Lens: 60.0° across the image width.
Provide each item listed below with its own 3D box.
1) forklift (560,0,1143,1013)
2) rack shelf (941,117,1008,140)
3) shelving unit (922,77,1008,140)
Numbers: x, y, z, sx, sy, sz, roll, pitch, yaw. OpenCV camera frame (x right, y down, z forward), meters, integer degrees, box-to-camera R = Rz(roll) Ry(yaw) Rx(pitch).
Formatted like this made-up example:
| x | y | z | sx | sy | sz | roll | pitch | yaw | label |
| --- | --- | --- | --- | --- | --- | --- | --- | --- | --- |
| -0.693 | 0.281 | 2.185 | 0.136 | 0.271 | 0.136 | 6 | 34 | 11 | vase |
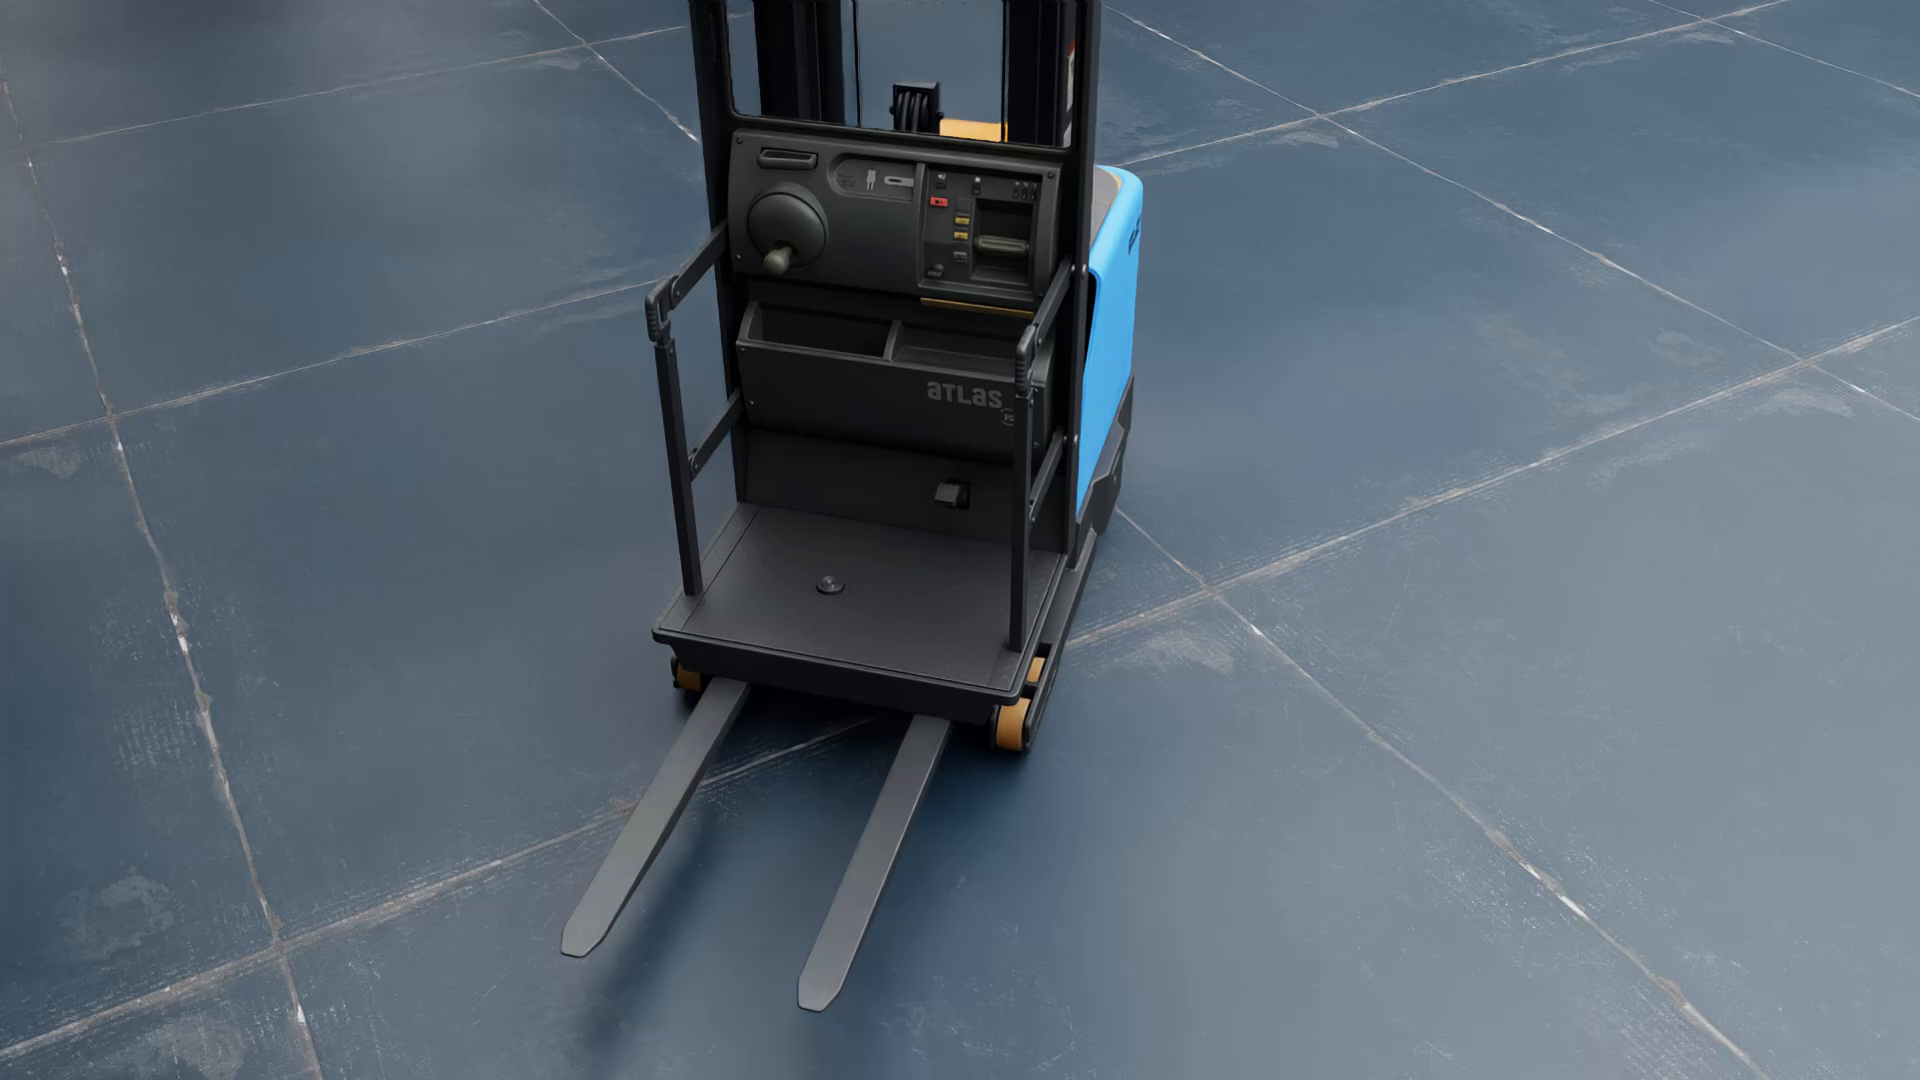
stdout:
| x | y | z | sx | sy | sz | roll | pitch | yaw | label |
| --- | --- | --- | --- | --- | --- | --- | --- | --- | --- |
| -0.245 | -0.818 | 4.385 | 1.130 | 2.935 | 3.031 | 9 | 37 | 12 | forklift |
| 0.076 | -1.399 | 5.981 | 0.480 | 0.148 | 0.258 | 9 | 37 | 12 | rack shelf |
| 0.076 | -1.081 | 6.213 | 0.503 | 1.200 | 0.258 | 9 | 37 | 12 | shelving unit |
